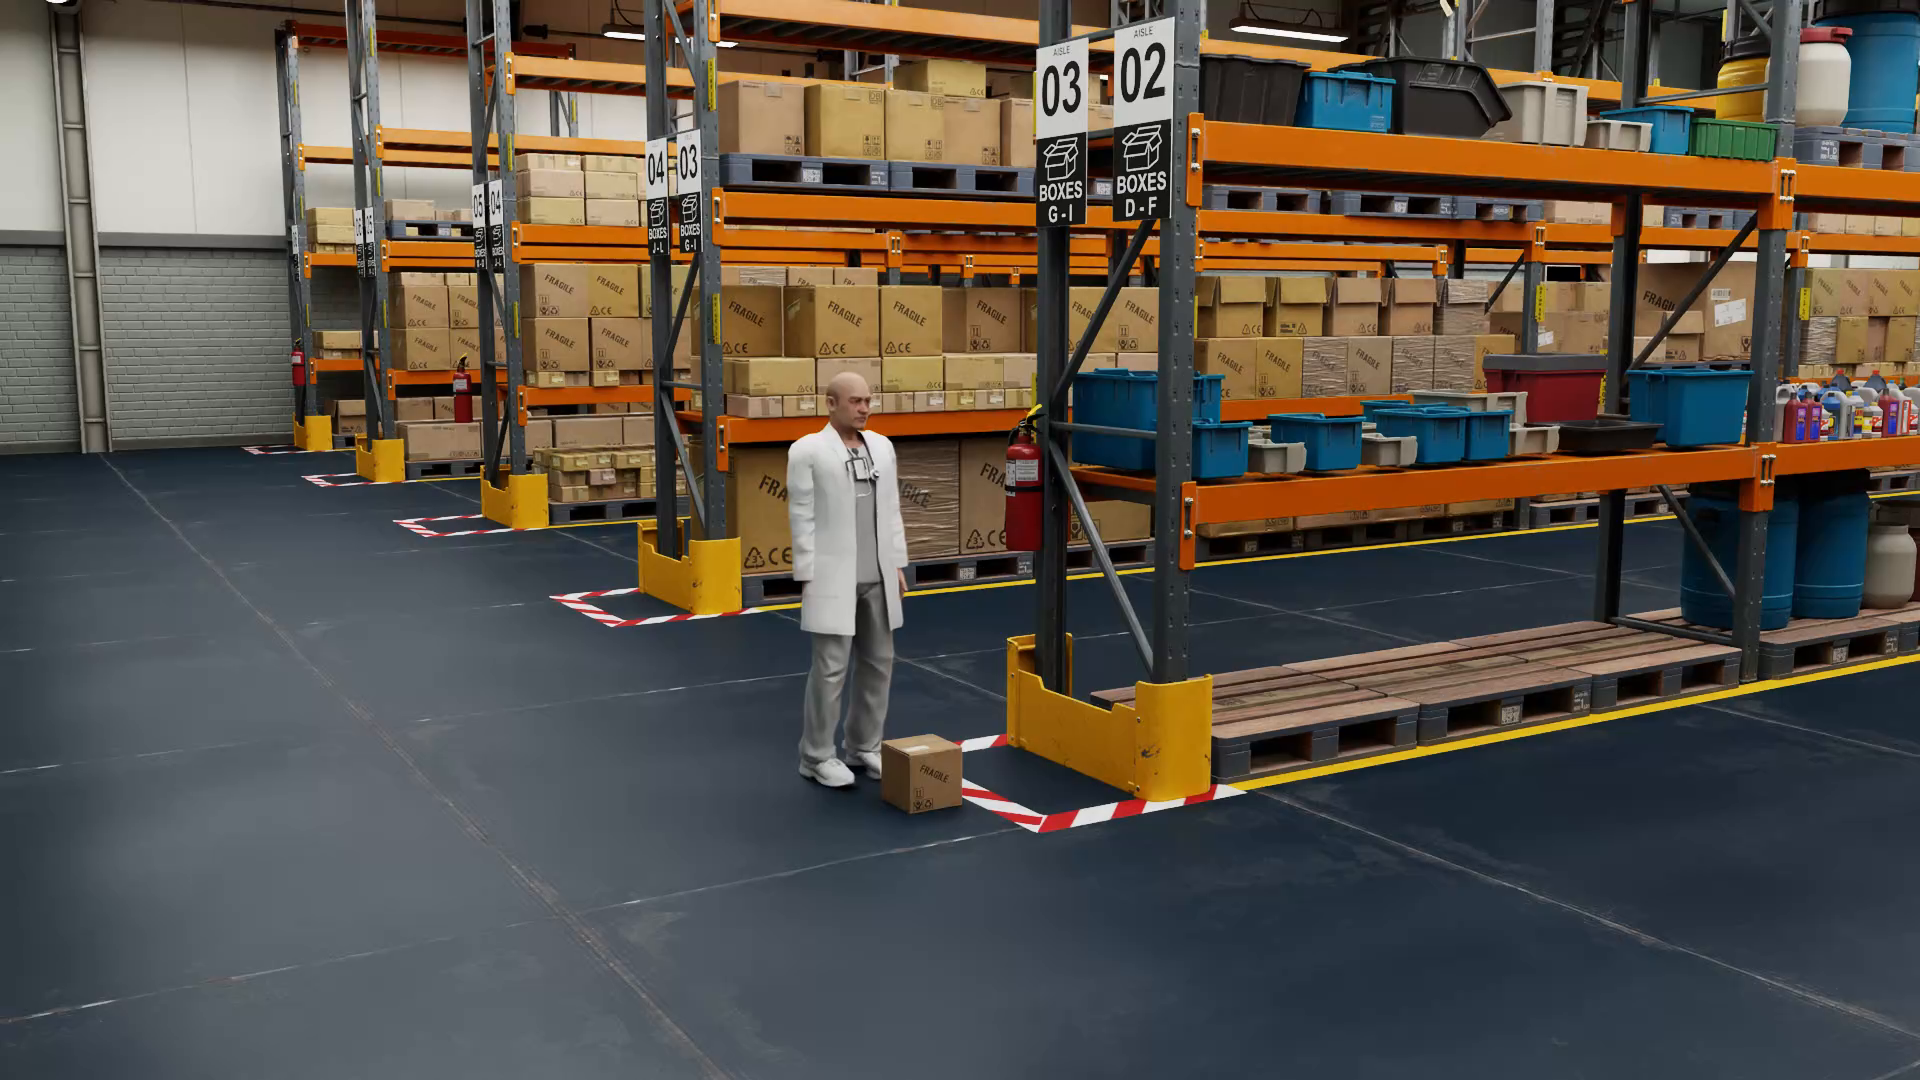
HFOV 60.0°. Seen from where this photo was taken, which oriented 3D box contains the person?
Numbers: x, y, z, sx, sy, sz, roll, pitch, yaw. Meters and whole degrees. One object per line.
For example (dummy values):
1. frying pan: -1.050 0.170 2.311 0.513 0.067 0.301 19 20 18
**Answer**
1. person: -0.463 0.163 7.233 0.561 1.777 0.391 -6 10 -36
